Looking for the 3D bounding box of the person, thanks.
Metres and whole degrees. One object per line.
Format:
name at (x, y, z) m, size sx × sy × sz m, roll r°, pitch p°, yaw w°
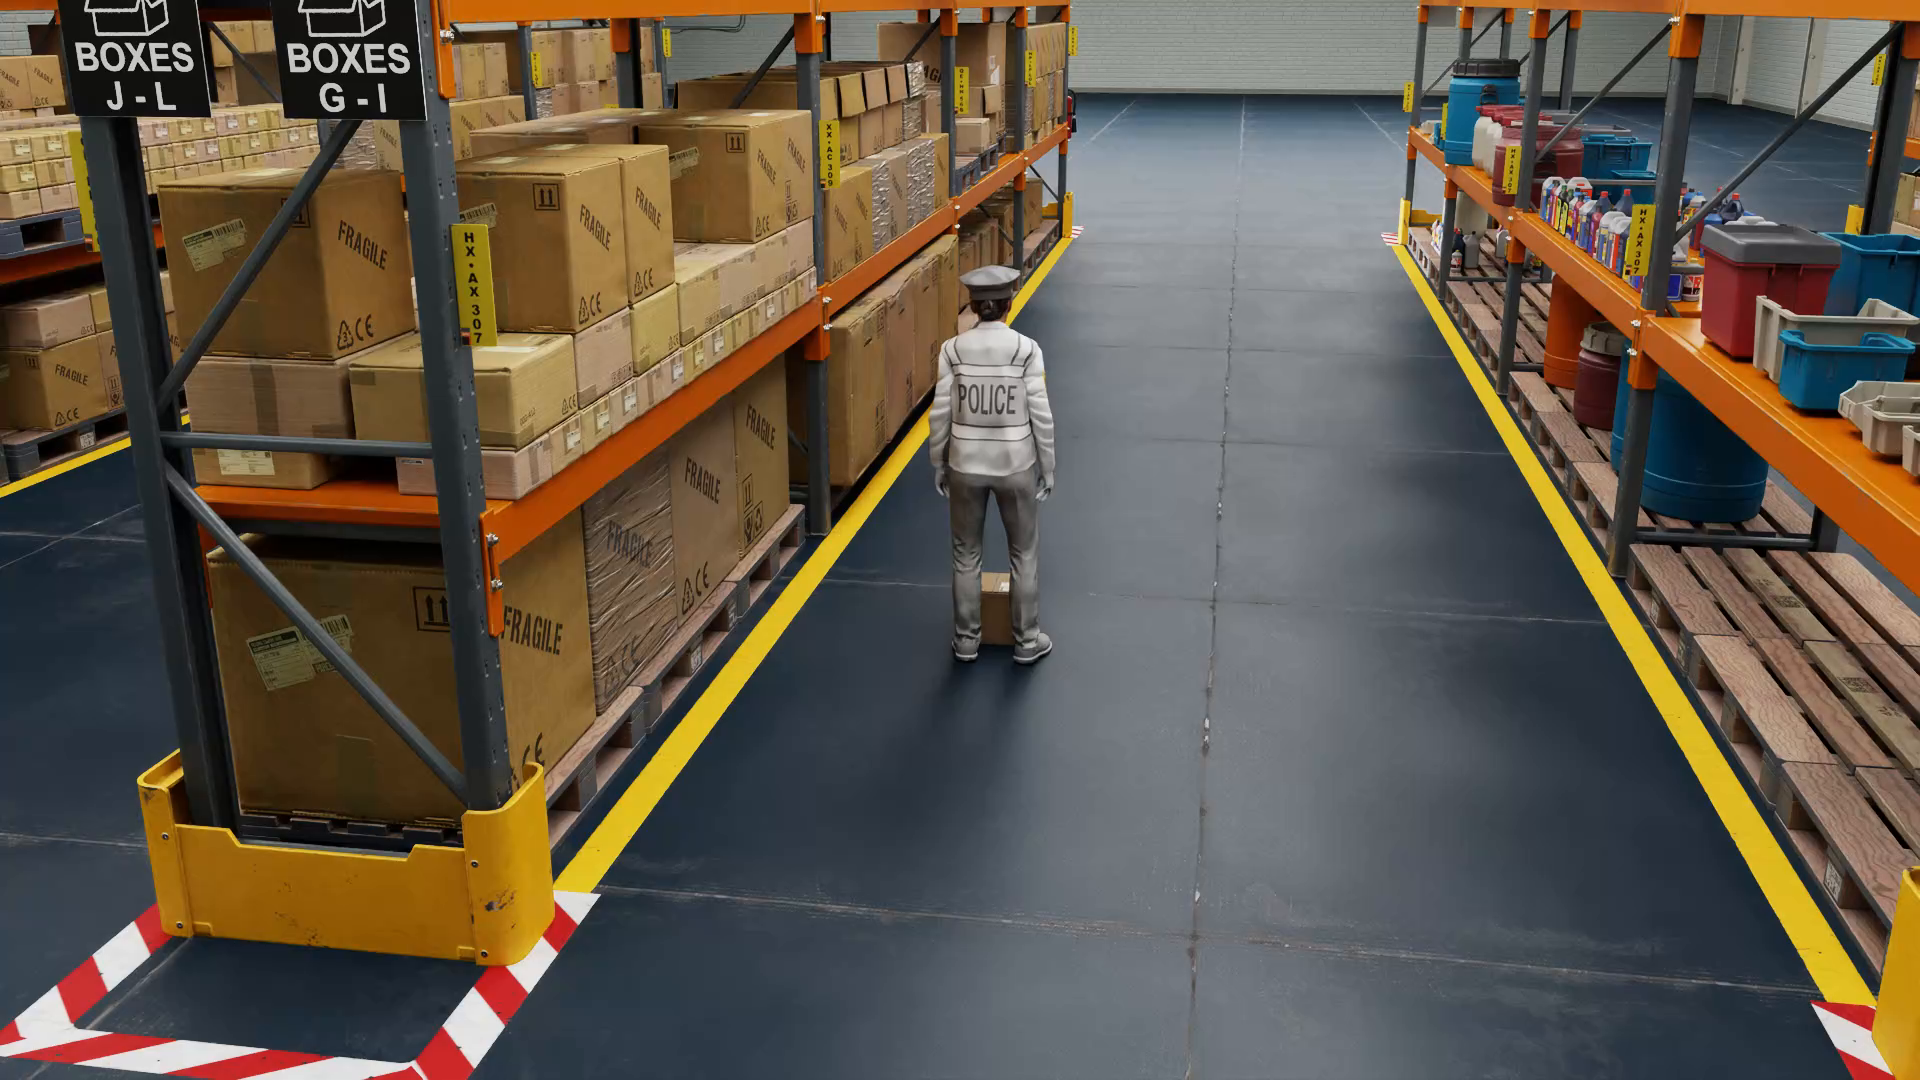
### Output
person at (0.136, -0.291, 6.946) m, size 0.526 × 1.663 × 0.375 m, roll 3°, pitch 18°, yaw 8°
